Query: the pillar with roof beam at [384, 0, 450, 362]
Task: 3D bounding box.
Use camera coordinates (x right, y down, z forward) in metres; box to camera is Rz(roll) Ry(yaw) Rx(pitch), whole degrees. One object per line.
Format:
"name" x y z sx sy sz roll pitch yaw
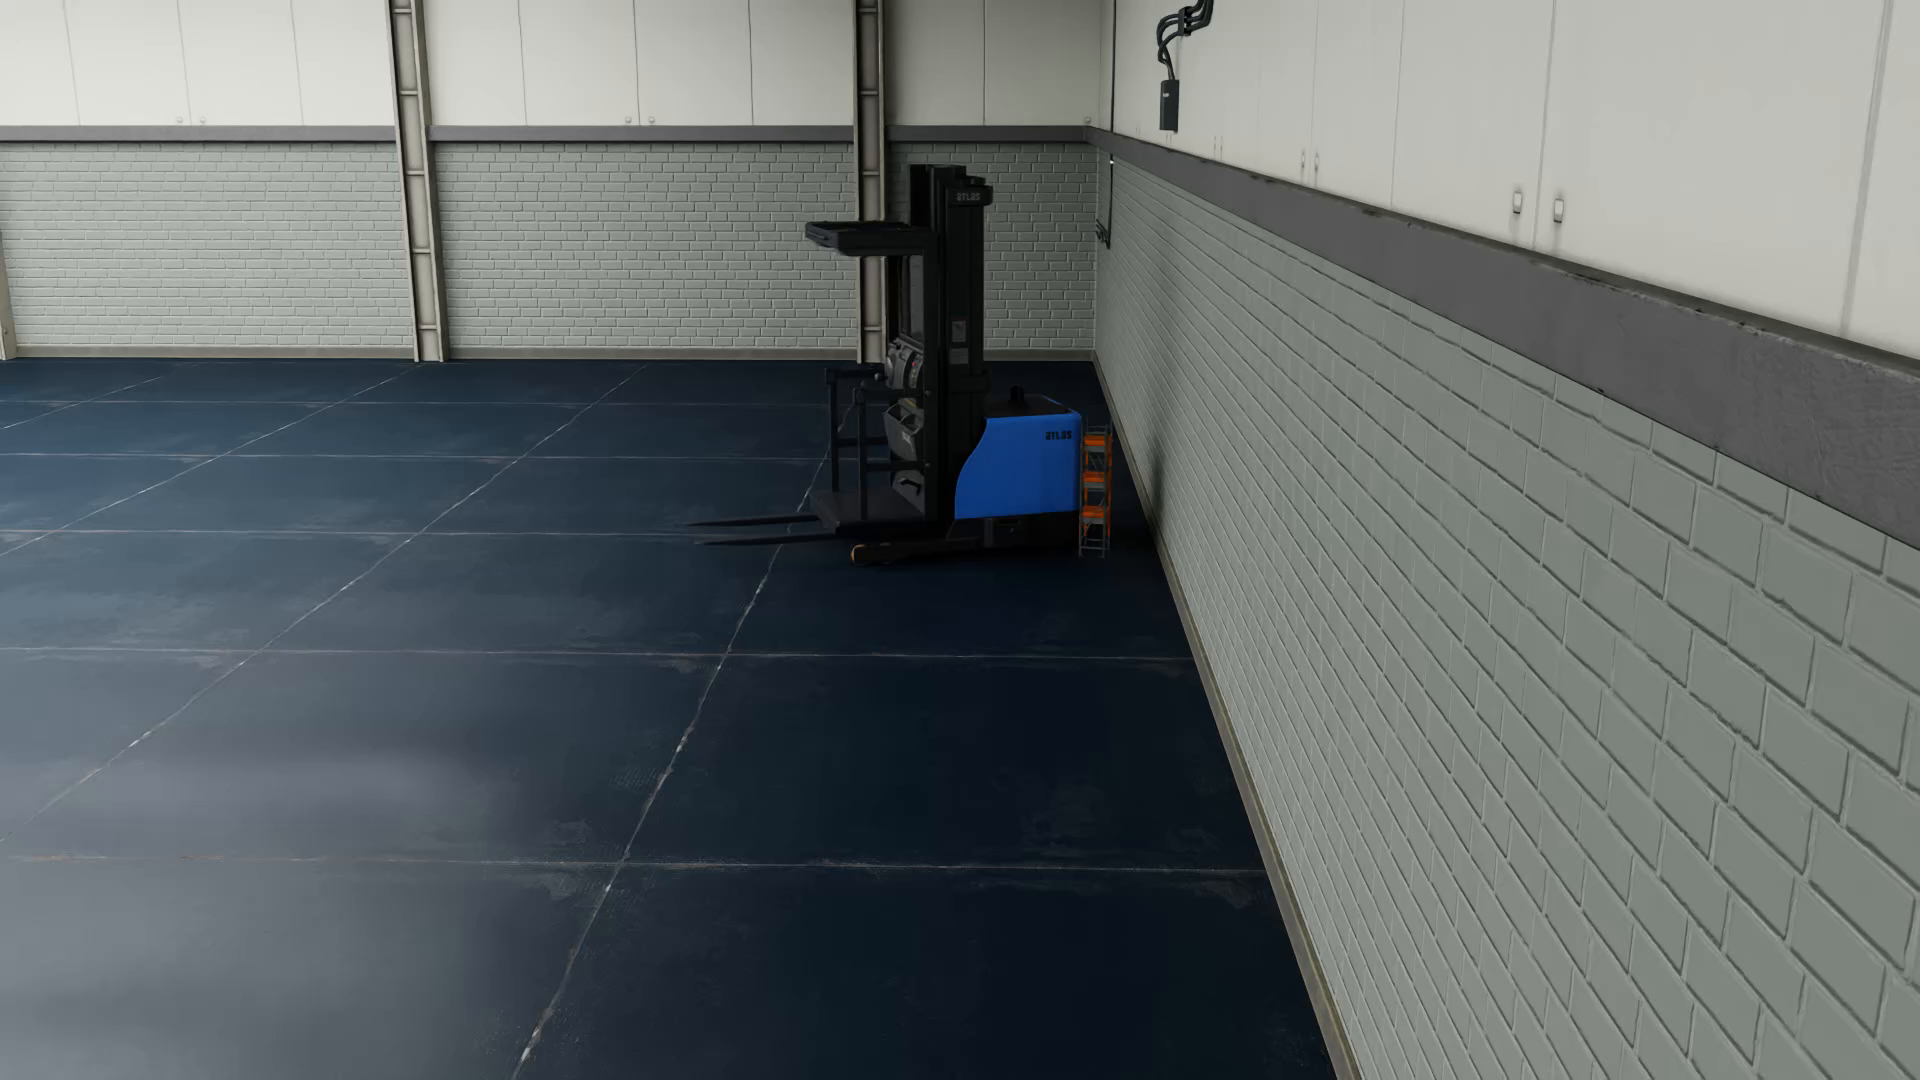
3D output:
"pillar with roof beam" -7.286 -5.705 17.323 0.400 9.000 9.100 0 15 1

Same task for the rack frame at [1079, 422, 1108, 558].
"rack frame" 1.019 -0.377 12.711 0.200 1.050 0.008 3 15 13

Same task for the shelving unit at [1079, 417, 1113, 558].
"shelving unit" 1.047 -0.407 12.826 0.215 1.050 0.252 3 15 13

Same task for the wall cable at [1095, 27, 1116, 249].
"wall cable" 1.734 -4.906 20.381 0.112 2.526 3.097 0 15 1

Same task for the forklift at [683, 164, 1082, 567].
"forklift" -0.616 -1.367 12.775 3.031 2.935 1.130 -4 15 -16

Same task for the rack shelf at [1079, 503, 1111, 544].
"rack shelf" 1.048 -0.128 12.899 0.215 0.259 0.240 3 15 13

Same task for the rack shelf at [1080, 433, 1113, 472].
"rack shelf" 1.047 -0.672 12.756 0.215 0.259 0.240 3 15 13

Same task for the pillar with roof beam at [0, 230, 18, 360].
"pillar with roof beam" -13.284 -5.744 17.471 0.400 9.000 9.100 0 15 1

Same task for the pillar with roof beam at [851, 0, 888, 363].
"pillar with roof beam" -1.287 -5.666 17.175 0.400 9.000 9.100 0 15 1

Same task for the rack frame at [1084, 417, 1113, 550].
"rack frame" 1.076 -0.438 12.940 0.200 1.050 0.008 3 15 13

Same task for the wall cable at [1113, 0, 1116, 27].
"wall cable" 1.665 -6.658 17.122 0.112 2.526 3.097 0 15 1

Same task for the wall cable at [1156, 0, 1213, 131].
"wall cable" 1.475 -5.631 10.376 0.169 6.003 2.305 0 15 1

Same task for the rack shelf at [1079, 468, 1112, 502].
"rack shelf" 1.047 -0.397 12.829 0.215 0.259 0.240 3 15 13
